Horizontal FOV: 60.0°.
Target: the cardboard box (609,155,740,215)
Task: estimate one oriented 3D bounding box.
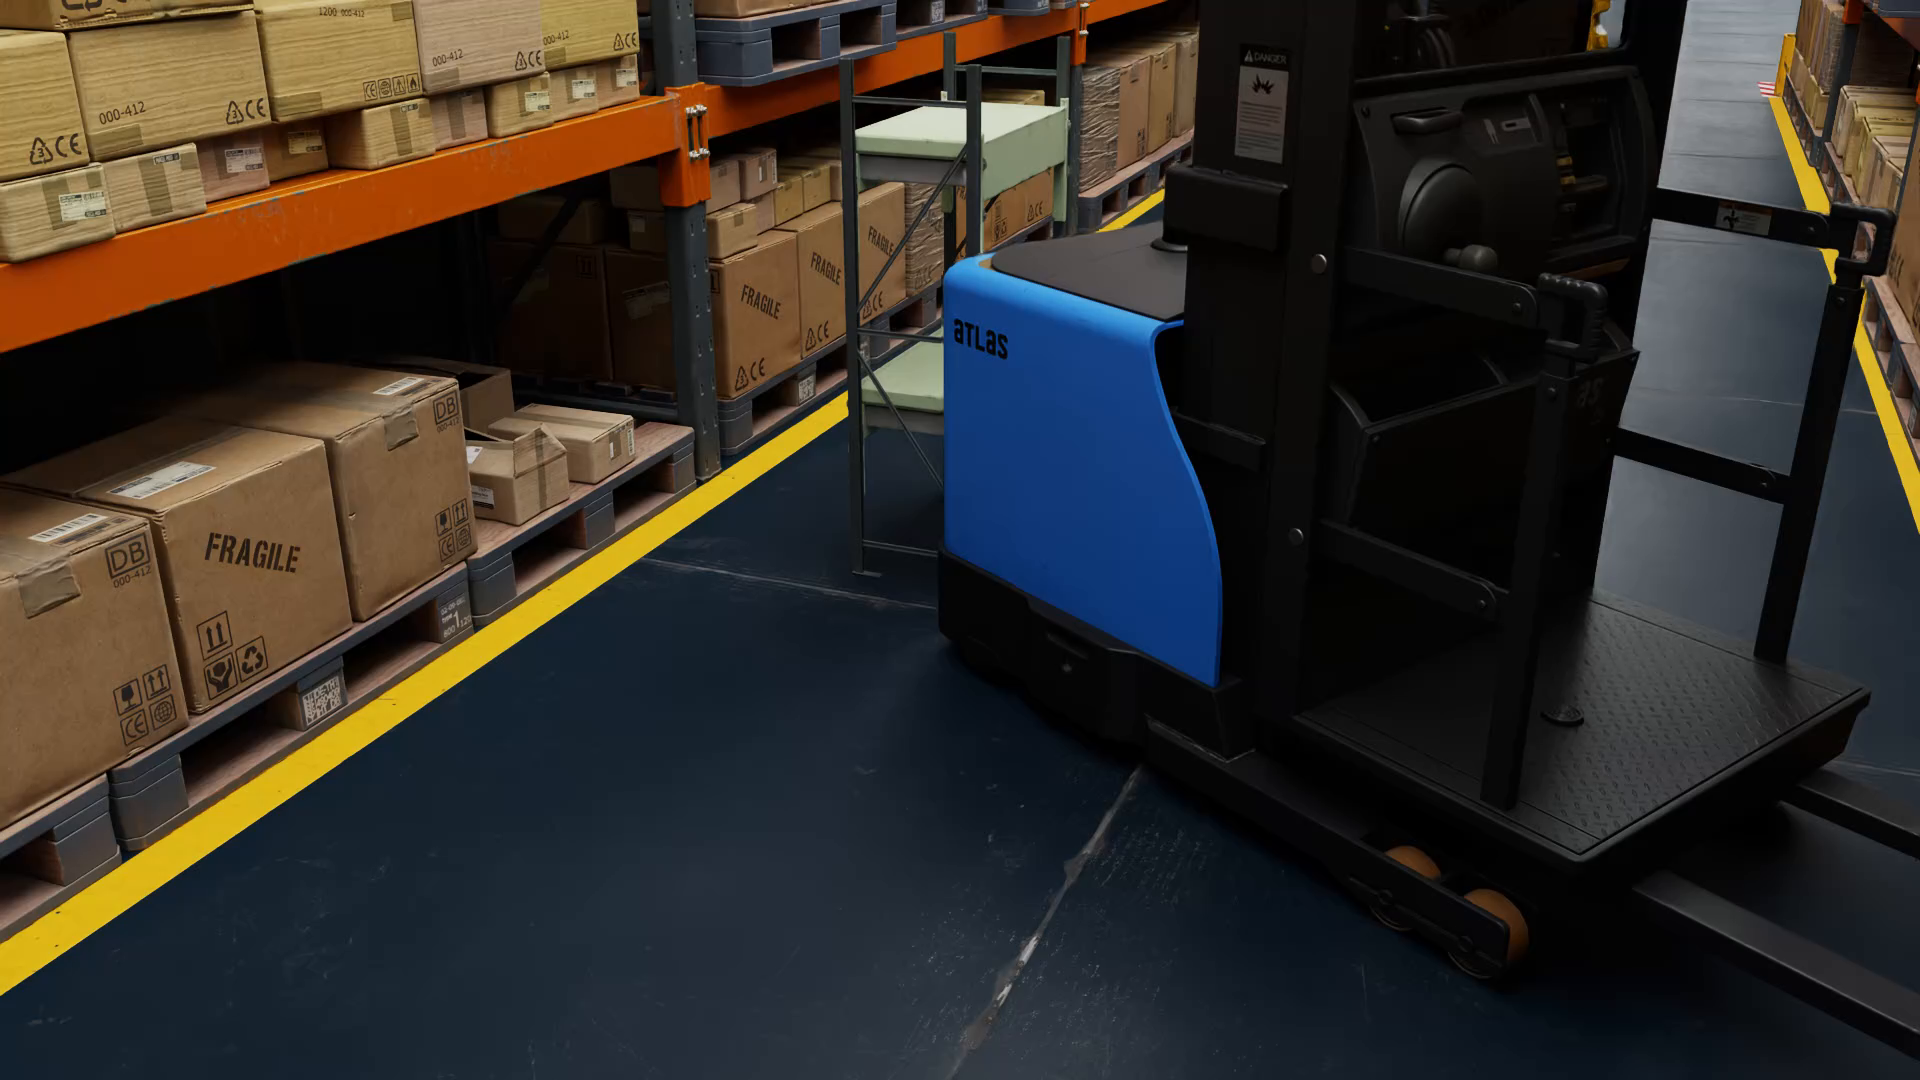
[{"bbox_3d":[-0.996,-1.246,5.811,0.380,0.149,0.250,8,24,19],"label":"cardboard box"}]

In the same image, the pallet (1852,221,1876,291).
[{"bbox_3d":[5.068,-1.385,8.291,1.003,0.211,1.213,9,24,20],"label":"pallet"}]

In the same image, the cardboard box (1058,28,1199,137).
[{"bbox_3d":[1.173,-3.166,11.473,0.875,0.625,0.625,9,24,20],"label":"cardboard box"}]

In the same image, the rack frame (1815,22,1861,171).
[{"bbox_3d":[6.262,-3.823,10.511,1.000,3.000,0.127,9,24,20],"label":"rack frame"}]

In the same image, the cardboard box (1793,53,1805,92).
[{"bbox_3d":[6.995,-3.749,13.356,0.500,0.250,0.500,10,25,22],"label":"cardboard box"}]

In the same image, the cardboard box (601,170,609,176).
[{"bbox_3d":[-1.275,-1.366,6.484,0.380,0.149,0.250,9,24,21],"label":"cardboard box"}]

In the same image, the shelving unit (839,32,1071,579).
[{"bbox_3d":[0.002,-0.694,4.967,0.431,1.500,0.755,9,24,20],"label":"shelving unit"}]

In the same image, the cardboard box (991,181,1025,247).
[{"bbox_3d":[0.013,-1.782,8.322,0.500,0.500,0.500,8,24,19],"label":"cardboard box"}]

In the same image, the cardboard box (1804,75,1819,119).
[{"bbox_3d":[6.421,-3.190,12.019,0.500,0.250,0.500,8,24,19],"label":"cardboard box"}]

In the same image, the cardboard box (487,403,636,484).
[{"bbox_3d":[-1.254,-0.307,5.246,0.380,0.149,0.250,8,24,18],"label":"cardboard box"}]

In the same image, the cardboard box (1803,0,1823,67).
[{"bbox_3d":[6.799,-3.902,12.750,0.500,0.500,0.500,9,24,21],"label":"cardboard box"}]

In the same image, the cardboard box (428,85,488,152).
[{"bbox_3d":[-1.477,-1.121,4.368,0.380,0.149,0.250,9,24,21],"label":"cardboard box"}]

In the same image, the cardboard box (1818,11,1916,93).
[{"bbox_3d":[6.233,-3.345,11.415,0.500,0.500,0.500,8,24,19],"label":"cardboard box"}]

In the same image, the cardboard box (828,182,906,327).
[{"bbox_3d":[-0.553,-1.221,6.980,0.500,0.500,0.500,8,24,18],"label":"cardboard box"}]

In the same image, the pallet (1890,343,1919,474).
[{"bbox_3d":[3.959,-0.399,5.931,1.003,0.211,1.213,9,24,20],"label":"pallet"}]

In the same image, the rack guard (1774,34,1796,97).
[{"bbox_3d":[7.720,-4.074,14.355,1.175,0.500,0.348,9,24,20],"label":"rack guard"}]

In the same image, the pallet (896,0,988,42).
[{"bbox_3d":[-0.552,-2.316,7.152,1.003,0.211,1.213,9,24,20],"label":"pallet"}]

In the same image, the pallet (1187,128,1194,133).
[{"bbox_3d":[1.415,-2.977,12.102,1.003,0.211,1.213,9,24,20],"label":"pallet"}]

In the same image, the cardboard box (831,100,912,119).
[{"bbox_3d":[-0.458,-2.107,8.260,0.380,0.149,0.250,9,24,21],"label":"cardboard box"}]

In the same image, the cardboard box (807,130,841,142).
[{"bbox_3d":[-0.439,-1.677,7.229,0.380,0.149,0.250,9,24,20],"label":"cardboard box"}]

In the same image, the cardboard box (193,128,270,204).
[{"bbox_3d":[-1.793,-0.854,3.729,0.380,0.149,0.250,9,24,20],"label":"cardboard box"}]

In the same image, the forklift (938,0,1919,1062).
[{"bbox_3d":[1.240,-0.721,3.174,1.130,2.935,3.031,-17,28,-34],"label":"forklift"}]

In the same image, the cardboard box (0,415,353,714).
[{"bbox_3d":[-1.847,0.041,3.959,0.500,0.500,0.500,9,24,21],"label":"cardboard box"}]

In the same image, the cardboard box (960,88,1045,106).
[{"bbox_3d":[0.218,-2.228,8.549,0.380,0.149,0.250,8,24,17],"label":"cardboard box"}]

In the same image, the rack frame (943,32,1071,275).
[{"bbox_3d":[0.138,-0.825,5.280,0.400,1.500,0.023,9,24,20],"label":"rack frame"}]

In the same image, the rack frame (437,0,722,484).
[{"bbox_3d":[-1.320,-1.670,5.356,1.000,3.000,0.127,9,24,20],"label":"rack frame"}]

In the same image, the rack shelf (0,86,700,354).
[{"bbox_3d":[-2.062,-0.622,3.781,1.077,0.370,4.000,9,24,20],"label":"rack shelf"}]

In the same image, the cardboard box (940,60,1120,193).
[{"bbox_3d":[0.411,-2.420,9.689,0.875,0.625,0.625,10,25,22],"label":"cardboard box"}]

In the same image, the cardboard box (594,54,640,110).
[{"bbox_3d":[-1.203,-1.404,5.045,0.380,0.149,0.250,9,24,21],"label":"cardboard box"}]

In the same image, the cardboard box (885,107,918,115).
[{"bbox_3d":[-0.134,-1.950,7.883,0.380,0.149,0.250,10,24,22],"label":"cardboard box"}]

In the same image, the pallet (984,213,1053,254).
[{"bbox_3d":[-0.146,-1.553,8.694,1.003,0.211,1.213,9,24,20],"label":"pallet"}]

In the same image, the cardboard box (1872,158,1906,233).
[{"bbox_3d":[4.995,-1.574,7.991,0.950,0.372,0.625,7,24,16],"label":"cardboard box"}]

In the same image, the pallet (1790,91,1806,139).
[{"bbox_3d":[6.930,-3.220,12.685,1.003,0.211,1.213,9,24,20],"label":"pallet"}]

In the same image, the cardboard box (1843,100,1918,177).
[{"bbox_3d":[5.806,-2.359,9.870,0.950,0.372,0.625,10,25,23],"label":"cardboard box"}]

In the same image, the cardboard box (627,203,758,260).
[{"bbox_3d":[-0.939,-1.100,5.848,0.380,0.149,0.250,10,25,23],"label":"cardboard box"}]

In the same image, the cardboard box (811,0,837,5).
[{"bbox_3d":[-0.740,-2.236,6.037,0.700,0.500,0.500,9,24,21],"label":"cardboard box"}]

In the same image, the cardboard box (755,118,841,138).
[{"bbox_3d":[-0.748,-1.828,7.592,0.380,0.149,0.250,9,24,20],"label":"cardboard box"}]

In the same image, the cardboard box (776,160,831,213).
[{"bbox_3d":[-0.734,-1.403,6.575,0.380,0.149,0.250,8,24,19],"label":"cardboard box"}]

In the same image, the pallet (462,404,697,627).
[{"bbox_3d":[-1.576,-0.137,5.305,1.003,0.211,1.213,9,24,20],"label":"pallet"}]

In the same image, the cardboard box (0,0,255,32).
[{"bbox_3d":[-1.830,-1.313,3.338,0.500,0.500,0.500,9,24,21],"label":"cardboard box"}]

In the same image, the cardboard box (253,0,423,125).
[{"bbox_3d":[-1.652,-1.163,3.951,0.500,0.250,0.500,9,24,20],"label":"cardboard box"}]

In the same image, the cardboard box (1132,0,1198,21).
[{"bbox_3d":[1.655,-4.123,12.954,0.500,0.250,0.500,9,24,21],"label":"cardboard box"}]

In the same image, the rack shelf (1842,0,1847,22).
[{"bbox_3d":[7.005,-4.207,12.364,1.077,0.370,4.000,9,24,20],"label":"rack shelf"}]
